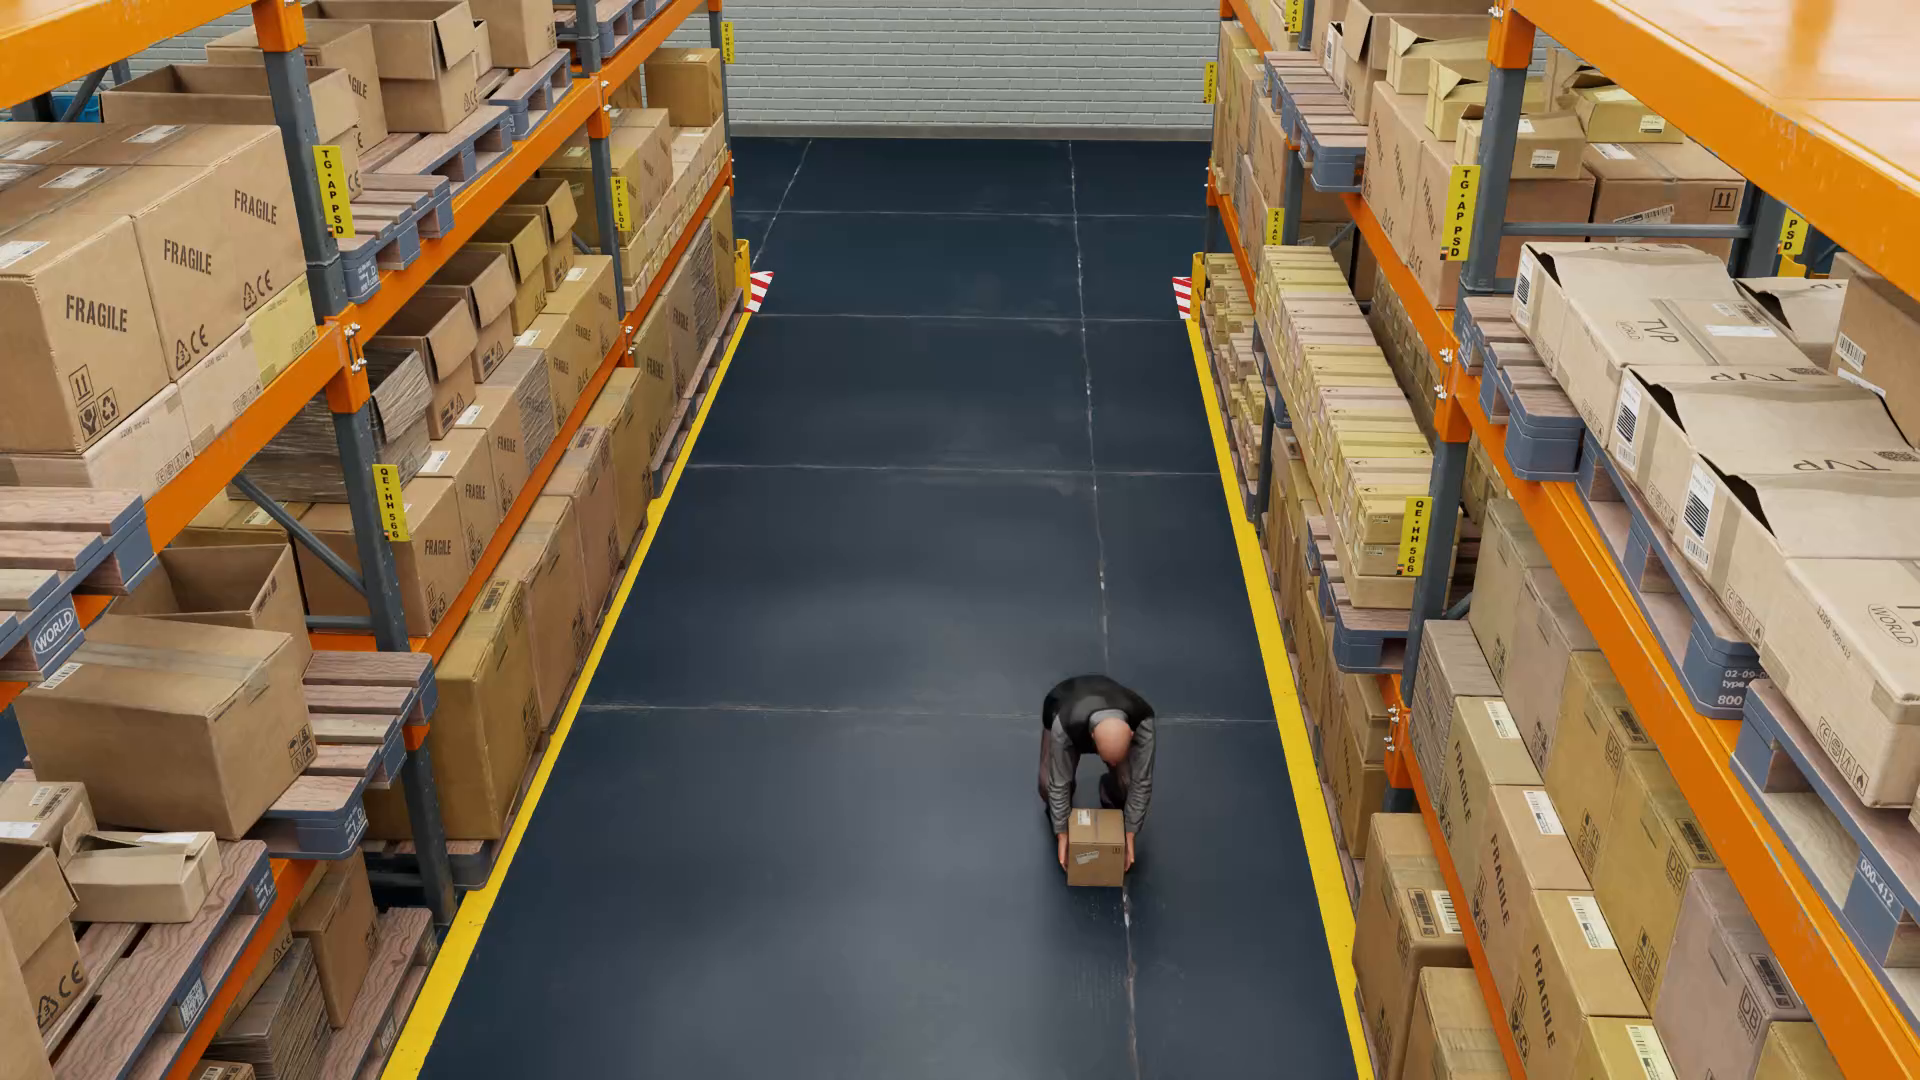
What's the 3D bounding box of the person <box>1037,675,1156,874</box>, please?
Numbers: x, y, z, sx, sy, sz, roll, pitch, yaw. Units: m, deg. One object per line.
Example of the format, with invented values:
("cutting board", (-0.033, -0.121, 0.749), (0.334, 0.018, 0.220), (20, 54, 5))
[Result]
("person", (0.627, 0.997, 7.732), (0.531, 0.828, 0.875), (1, 28, 2))
